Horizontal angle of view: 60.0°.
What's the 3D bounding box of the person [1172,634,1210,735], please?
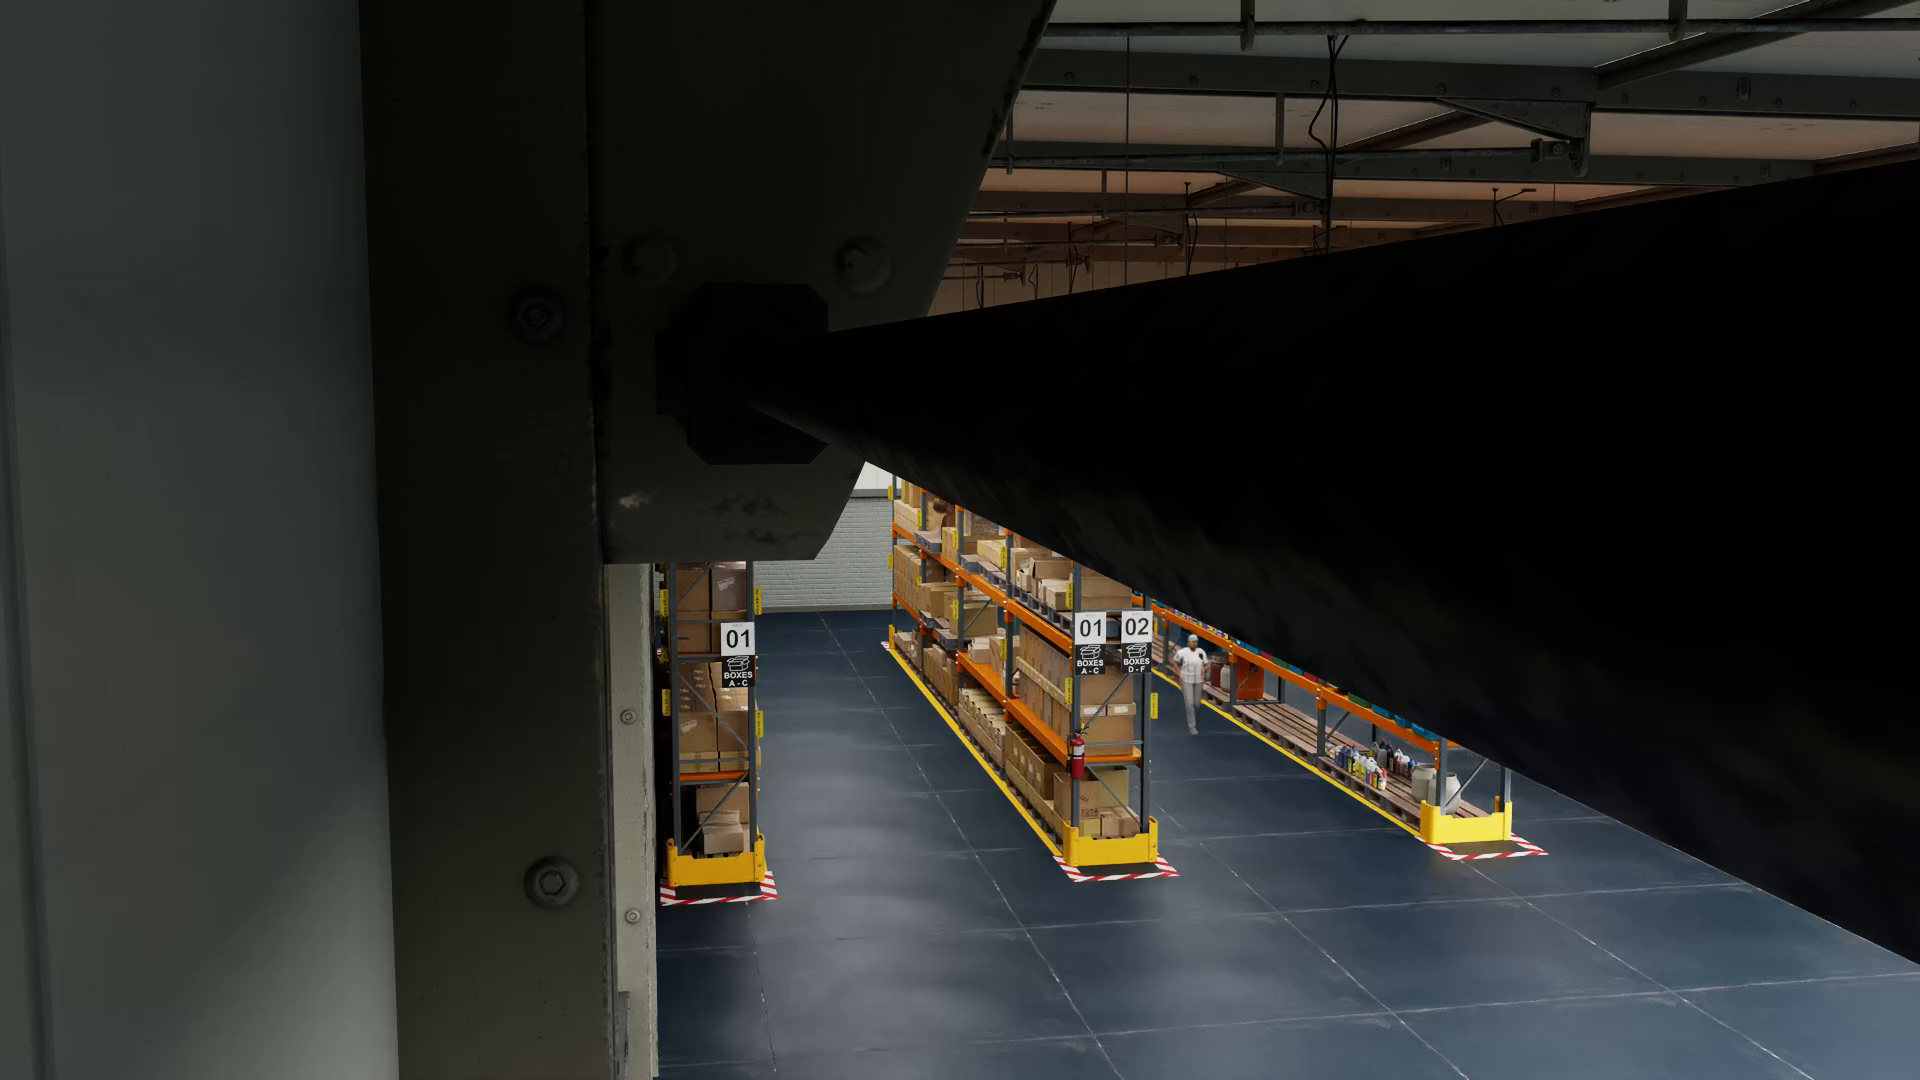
[{"bbox_3d":[3.965,2.432,28.410,0.617,1.668,0.837,-1,6,-9],"label":"person"}]
